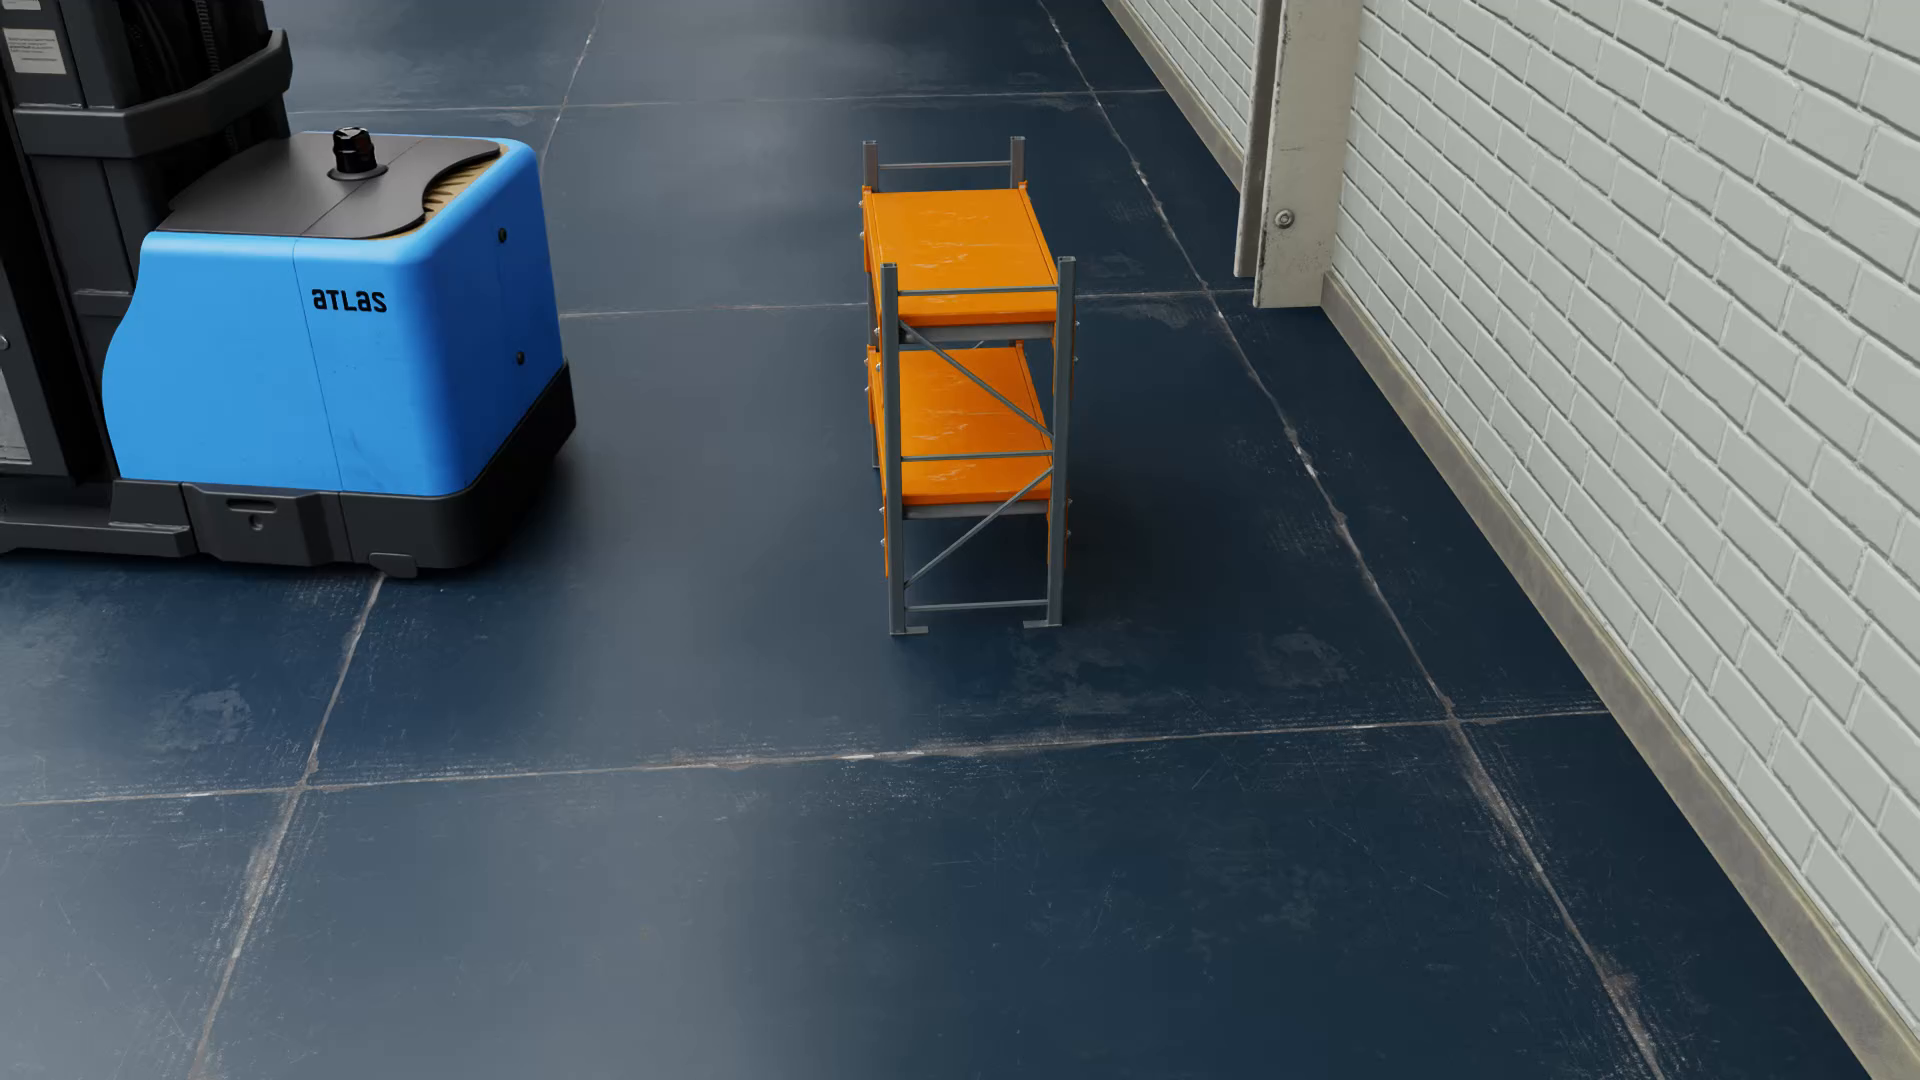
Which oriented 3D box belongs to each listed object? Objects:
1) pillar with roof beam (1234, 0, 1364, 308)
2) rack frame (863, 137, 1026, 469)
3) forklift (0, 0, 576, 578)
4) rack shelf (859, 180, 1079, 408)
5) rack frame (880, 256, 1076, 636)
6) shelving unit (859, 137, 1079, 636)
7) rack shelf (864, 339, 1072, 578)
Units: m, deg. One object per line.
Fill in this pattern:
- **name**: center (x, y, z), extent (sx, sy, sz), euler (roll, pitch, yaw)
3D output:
- **pillar with roof beam**: center (-2.933, -4.720, 4.377), extent (9.100, 9.000, 0.400), euler (-3, 31, -5)
- **rack frame**: center (-0.048, -0.746, 5.402), extent (0.500, 1.125, 0.032), euler (-3, 31, -5)
- **forklift**: center (-2.887, -1.463, 4.840), extent (3.031, 2.935, 1.130), euler (3, 31, 6)
- **rack shelf**: center (-0.001, -0.738, 4.817), extent (0.538, 0.278, 1.000), euler (-3, 31, -5)
- **rack frame**: center (0.047, -0.227, 4.533), extent (0.500, 1.125, 0.032), euler (-3, 31, -5)
- **shelving unit**: center (-0.001, -0.486, 4.967), extent (0.538, 1.125, 1.048), euler (-3, 31, -5)
- **rack shelf**: center (-0.001, -0.276, 5.093), extent (0.538, 0.278, 1.000), euler (-3, 31, -5)
